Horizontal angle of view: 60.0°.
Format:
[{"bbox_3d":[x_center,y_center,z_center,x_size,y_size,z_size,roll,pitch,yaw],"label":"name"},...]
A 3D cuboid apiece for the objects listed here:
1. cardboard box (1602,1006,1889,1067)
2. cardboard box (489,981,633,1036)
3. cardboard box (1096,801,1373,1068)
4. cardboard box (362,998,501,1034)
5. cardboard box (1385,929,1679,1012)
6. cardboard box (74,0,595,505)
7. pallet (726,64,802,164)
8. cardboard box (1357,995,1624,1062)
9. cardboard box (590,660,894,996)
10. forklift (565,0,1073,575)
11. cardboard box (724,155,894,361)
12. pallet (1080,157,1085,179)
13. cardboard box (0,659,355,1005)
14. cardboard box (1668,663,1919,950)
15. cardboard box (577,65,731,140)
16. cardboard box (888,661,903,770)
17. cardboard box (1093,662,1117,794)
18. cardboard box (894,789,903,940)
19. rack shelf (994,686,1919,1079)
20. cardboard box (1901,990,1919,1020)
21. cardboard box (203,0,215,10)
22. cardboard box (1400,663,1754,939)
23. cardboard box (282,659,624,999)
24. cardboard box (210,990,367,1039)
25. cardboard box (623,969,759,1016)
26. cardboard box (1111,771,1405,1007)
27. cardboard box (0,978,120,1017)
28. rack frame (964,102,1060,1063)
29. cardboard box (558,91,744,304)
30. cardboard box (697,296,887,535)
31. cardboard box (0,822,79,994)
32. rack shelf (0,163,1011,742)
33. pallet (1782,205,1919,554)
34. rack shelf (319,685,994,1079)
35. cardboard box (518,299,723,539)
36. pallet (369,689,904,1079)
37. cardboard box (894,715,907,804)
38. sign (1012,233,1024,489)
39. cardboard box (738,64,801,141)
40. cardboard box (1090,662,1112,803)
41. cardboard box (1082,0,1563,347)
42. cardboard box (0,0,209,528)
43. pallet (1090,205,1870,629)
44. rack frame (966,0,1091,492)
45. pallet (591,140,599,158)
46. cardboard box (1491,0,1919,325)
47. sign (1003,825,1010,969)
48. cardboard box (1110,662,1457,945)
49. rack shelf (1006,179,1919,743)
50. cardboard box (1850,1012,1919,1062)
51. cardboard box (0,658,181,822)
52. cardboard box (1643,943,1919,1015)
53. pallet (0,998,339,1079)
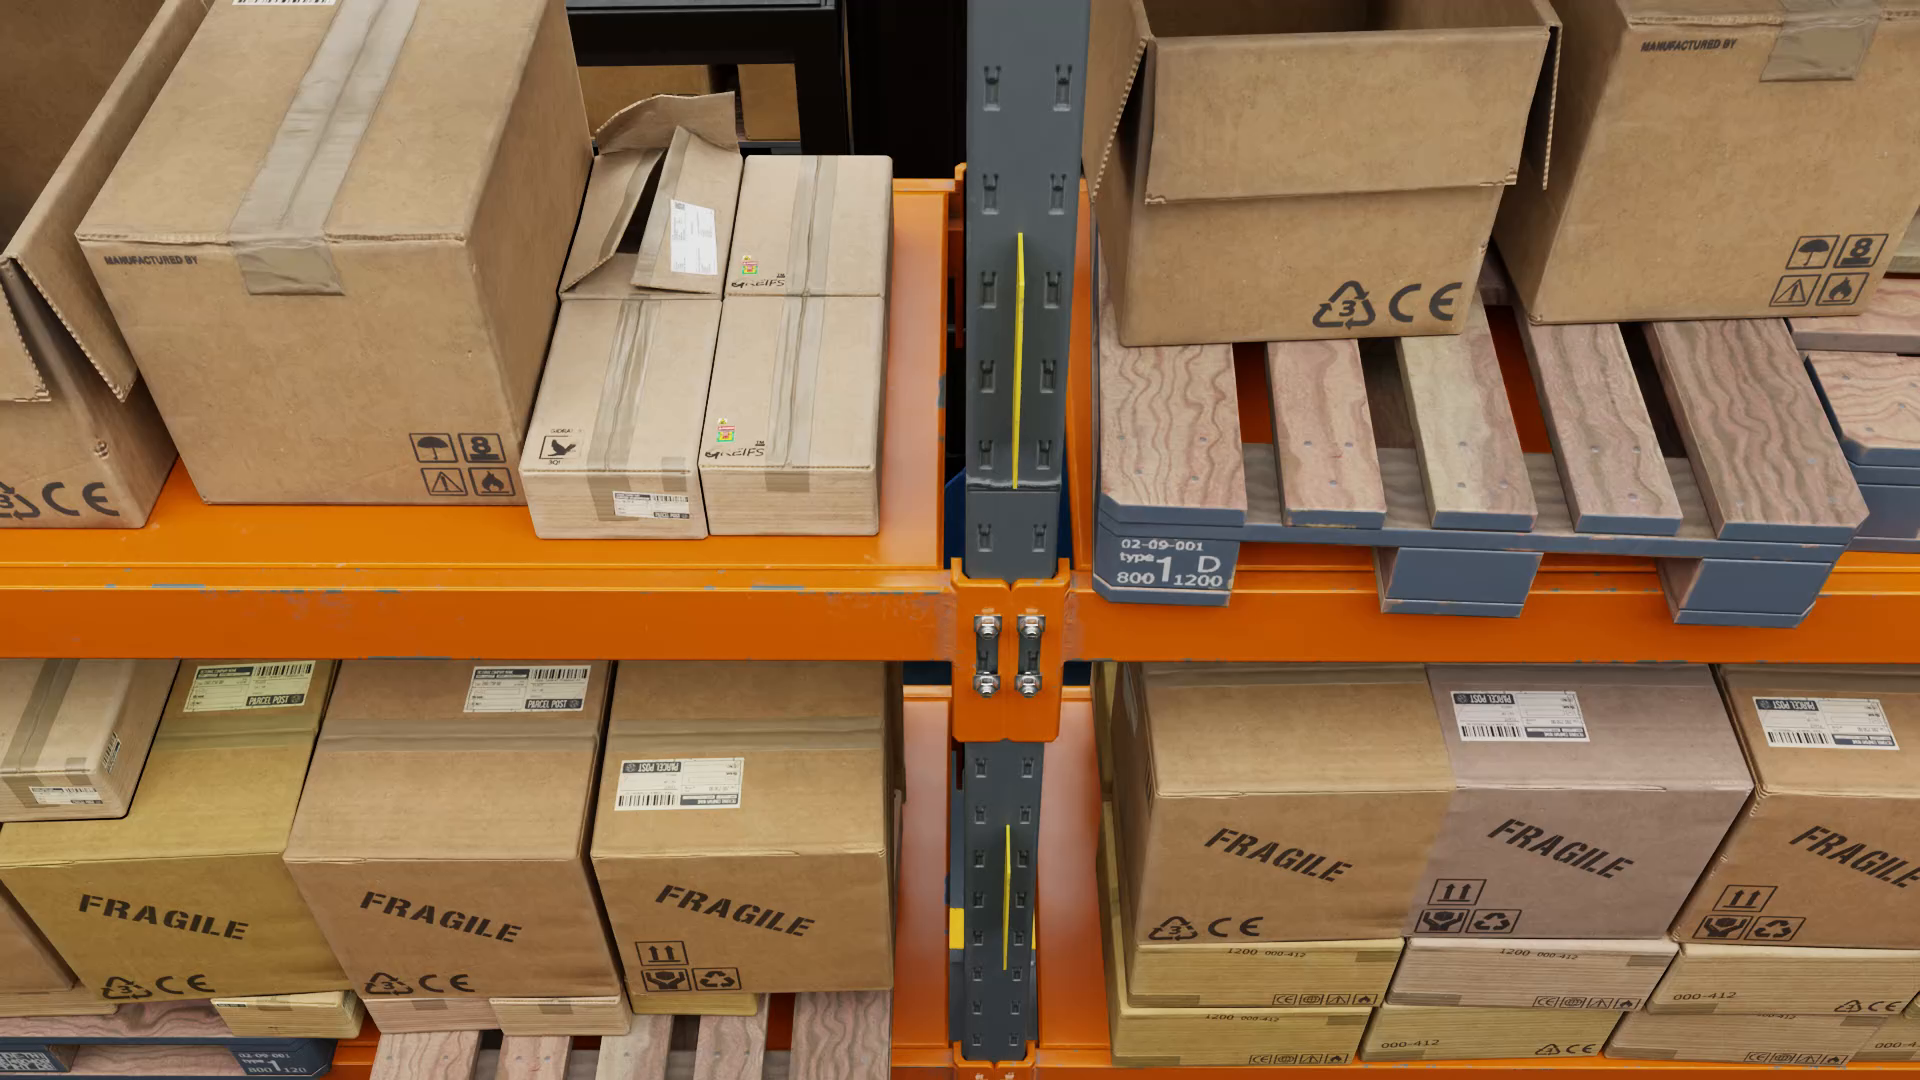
[{"bbox_3d":[1.600,0.822,3.538,0.500,0.250,0.500,2,47,1],"label":"cardboard box"},{"bbox_3d":[-0.776,0.790,3.350,0.250,0.149,0.380,0,47,0],"label":"cardboard box"},{"bbox_3d":[0.561,0.828,3.532,0.500,0.250,0.500,-1,47,-1],"label":"cardboard box"},{"bbox_3d":[-1.028,0.783,3.356,0.250,0.149,0.380,-2,47,-2],"label":"cardboard box"},{"bbox_3d":[1.096,0.657,3.350,0.500,0.250,0.500,1,47,1],"label":"cardboard box"},{"bbox_3d":[-0.875,-0.474,2.525,0.500,0.500,0.700,0,47,0],"label":"cardboard box"},{"bbox_3d":[-0.798,-2.139,8.097,1.213,0.211,1.003,0,47,0],"label":"pallet"},{"bbox_3d":[1.075,0.817,3.543,0.500,0.250,0.500,-1,47,-1],"label":"cardboard box"},{"bbox_3d":[-0.383,0.515,3.163,0.500,0.500,0.500,-1,47,-1],"label":"cardboard box"},{"bbox_3d":[-0.630,-0.986,5.166,3.031,2.935,1.130,-1,47,-1],"label":"forklift"},{"bbox_3d":[-0.241,-0.470,2.761,0.250,0.149,0.380,0,47,0],"label":"cardboard box"},{"bbox_3d":[0.772,-2.079,8.041,1.213,0.211,1.003,0,47,0],"label":"pallet"},{"bbox_3d":[-1.404,0.522,3.157,0.500,0.500,0.500,-3,47,-3],"label":"cardboard box"},{"bbox_3d":[1.579,0.404,3.073,0.500,0.500,0.500,1,47,1],"label":"cardboard box"},{"bbox_3d":[-1.492,-2.476,7.755,0.750,0.750,1.050,1,47,1],"label":"cardboard box"},{"bbox_3d":[-0.376,0.143,3.510,0.500,0.500,0.500,-1,47,-1],"label":"cardboard box"},{"bbox_3d":[0.558,0.288,3.694,0.500,0.250,0.500,0,47,0],"label":"cardboard box"},{"bbox_3d":[-0.256,0.706,3.429,0.250,0.149,0.380,2,47,2],"label":"cardboard box"},{"bbox_3d":[2.073,0.842,3.908,4.000,0.370,1.077,0,47,0],"label":"rack shelf"},{"bbox_3d":[2.101,0.678,3.330,0.500,0.250,0.500,1,47,1],"label":"cardboard box"},{"bbox_3d":[-3.389,-2.484,7.762,0.750,0.750,1.050,0,47,0],"label":"cardboard box"},{"bbox_3d":[1.061,0.392,3.085,0.500,0.500,0.500,0,47,0],"label":"cardboard box"},{"bbox_3d":[-0.900,0.522,3.156,0.500,0.500,0.500,-1,47,0],"label":"cardboard box"},{"bbox_3d":[-1.303,0.793,3.348,0.250,0.149,0.380,1,47,1],"label":"cardboard box"},{"bbox_3d":[-0.524,0.758,3.380,0.250,0.149,0.380,1,47,1],"label":"cardboard box"},{"bbox_3d":[0.579,0.655,3.352,0.500,0.250,0.500,0,47,0],"label":"cardboard box"},{"bbox_3d":[-1.805,0.759,3.379,0.250,0.149,0.380,-1,47,-1],"label":"cardboard box"},{"bbox_3d":[0.073,0.592,3.650,0.127,3.000,1.000,0,47,0],"label":"rack frame"},{"bbox_3d":[-0.497,-0.511,2.719,0.258,0.266,0.396,0,47,0],"label":"cardboard box"},{"bbox_3d":[-0.243,-0.192,2.502,0.250,0.149,0.380,0,47,0],"label":"cardboard box"},{"bbox_3d":[-1.950,0.519,3.159,0.500,0.500,0.500,-2,47,-1],"label":"cardboard box"},{"bbox_3d":[-1.927,-0.191,2.820,4.000,0.370,1.077,0,47,0],"label":"rack shelf"},{"bbox_3d":[1.835,-0.402,2.655,1.213,0.211,1.003,2,47,2],"label":"pallet"},{"bbox_3d":[-1.927,0.831,3.918,4.000,0.370,1.077,0,47,0],"label":"rack shelf"},{"bbox_3d":[-0.491,-0.187,2.497,0.250,0.149,0.380,0,47,0],"label":"cardboard box"},{"bbox_3d":[-0.640,0.733,3.649,1.003,0.211,1.213,0,47,0],"label":"pallet"},{"bbox_3d":[-0.251,0.397,3.716,0.250,0.149,0.380,-2,47,-2],"label":"cardboard box"},{"bbox_3d":[0.069,-0.209,1.993,0.005,0.325,0.100,0,47,0],"label":"sign"},{"bbox_3d":[-0.618,-2.476,7.755,0.750,0.750,1.050,0,47,0],"label":"cardboard box"},{"bbox_3d":[0.580,0.454,3.881,0.500,0.250,0.500,-1,47,-1],"label":"cardboard box"},{"bbox_3d":[0.451,-0.718,2.462,0.637,0.503,0.797,-2,47,-2],"label":"cardboard box"},{"bbox_3d":[-1.452,-0.449,2.499,0.637,0.503,0.797,0,47,0],"label":"cardboard box"},{"bbox_3d":[0.717,-0.403,2.656,1.003,0.211,1.213,2,47,2],"label":"pallet"},{"bbox_3d":[0.073,-1.452,1.454,0.127,3.000,1.000,0,47,0],"label":"rack frame"},{"bbox_3d":[-2.015,-2.145,8.102,1.213,0.211,1.003,0,47,0],"label":"pallet"},{"bbox_3d":[1.064,-0.744,2.489,0.500,0.500,0.700,-2,47,-2],"label":"cardboard box"},{"bbox_3d":[0.080,0.621,2.885,0.005,0.325,0.100,0,47,0],"label":"sign"},{"bbox_3d":[0.565,0.397,3.080,0.500,0.500,0.500,-1,47,-1],"label":"cardboard box"},{"bbox_3d":[2.073,-0.180,2.810,4.000,0.370,1.077,0,47,0],"label":"rack shelf"},{"bbox_3d":[2.093,0.821,3.539,0.500,0.250,0.500,0,47,0],"label":"cardboard box"},{"bbox_3d":[-1.564,0.294,2.925,0.250,0.149,0.380,-2,47,-2],"label":"cardboard box"},{"bbox_3d":[1.594,0.667,3.341,0.500,0.250,0.500,0,47,0],"label":"cardboard box"},{"bbox_3d":[-1.907,0.682,3.697,1.213,0.211,1.003,0,47,0],"label":"pallet"}]
